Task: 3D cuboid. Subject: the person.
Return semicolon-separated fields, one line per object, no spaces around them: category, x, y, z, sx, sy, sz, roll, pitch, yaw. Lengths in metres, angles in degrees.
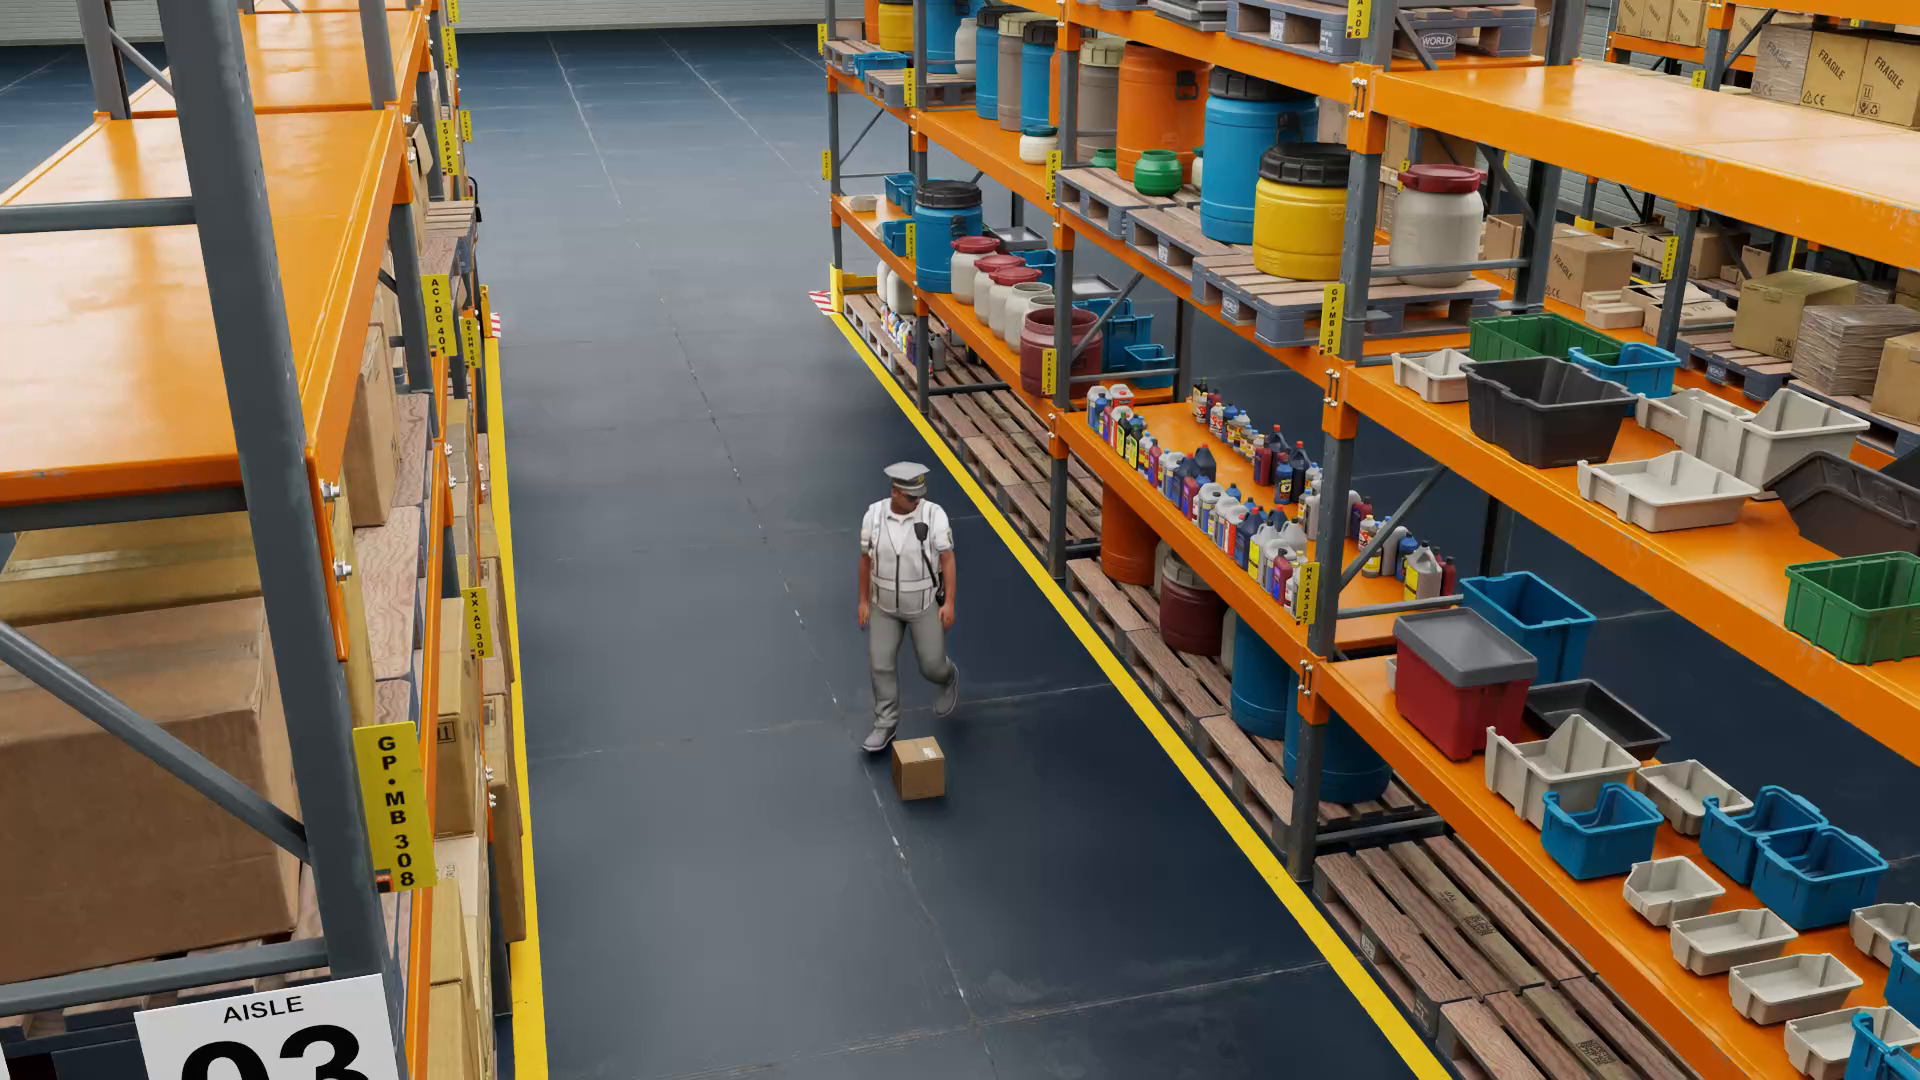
person;-0.314;0.361;9.779;0.582;1.729;0.728;5;23;12
